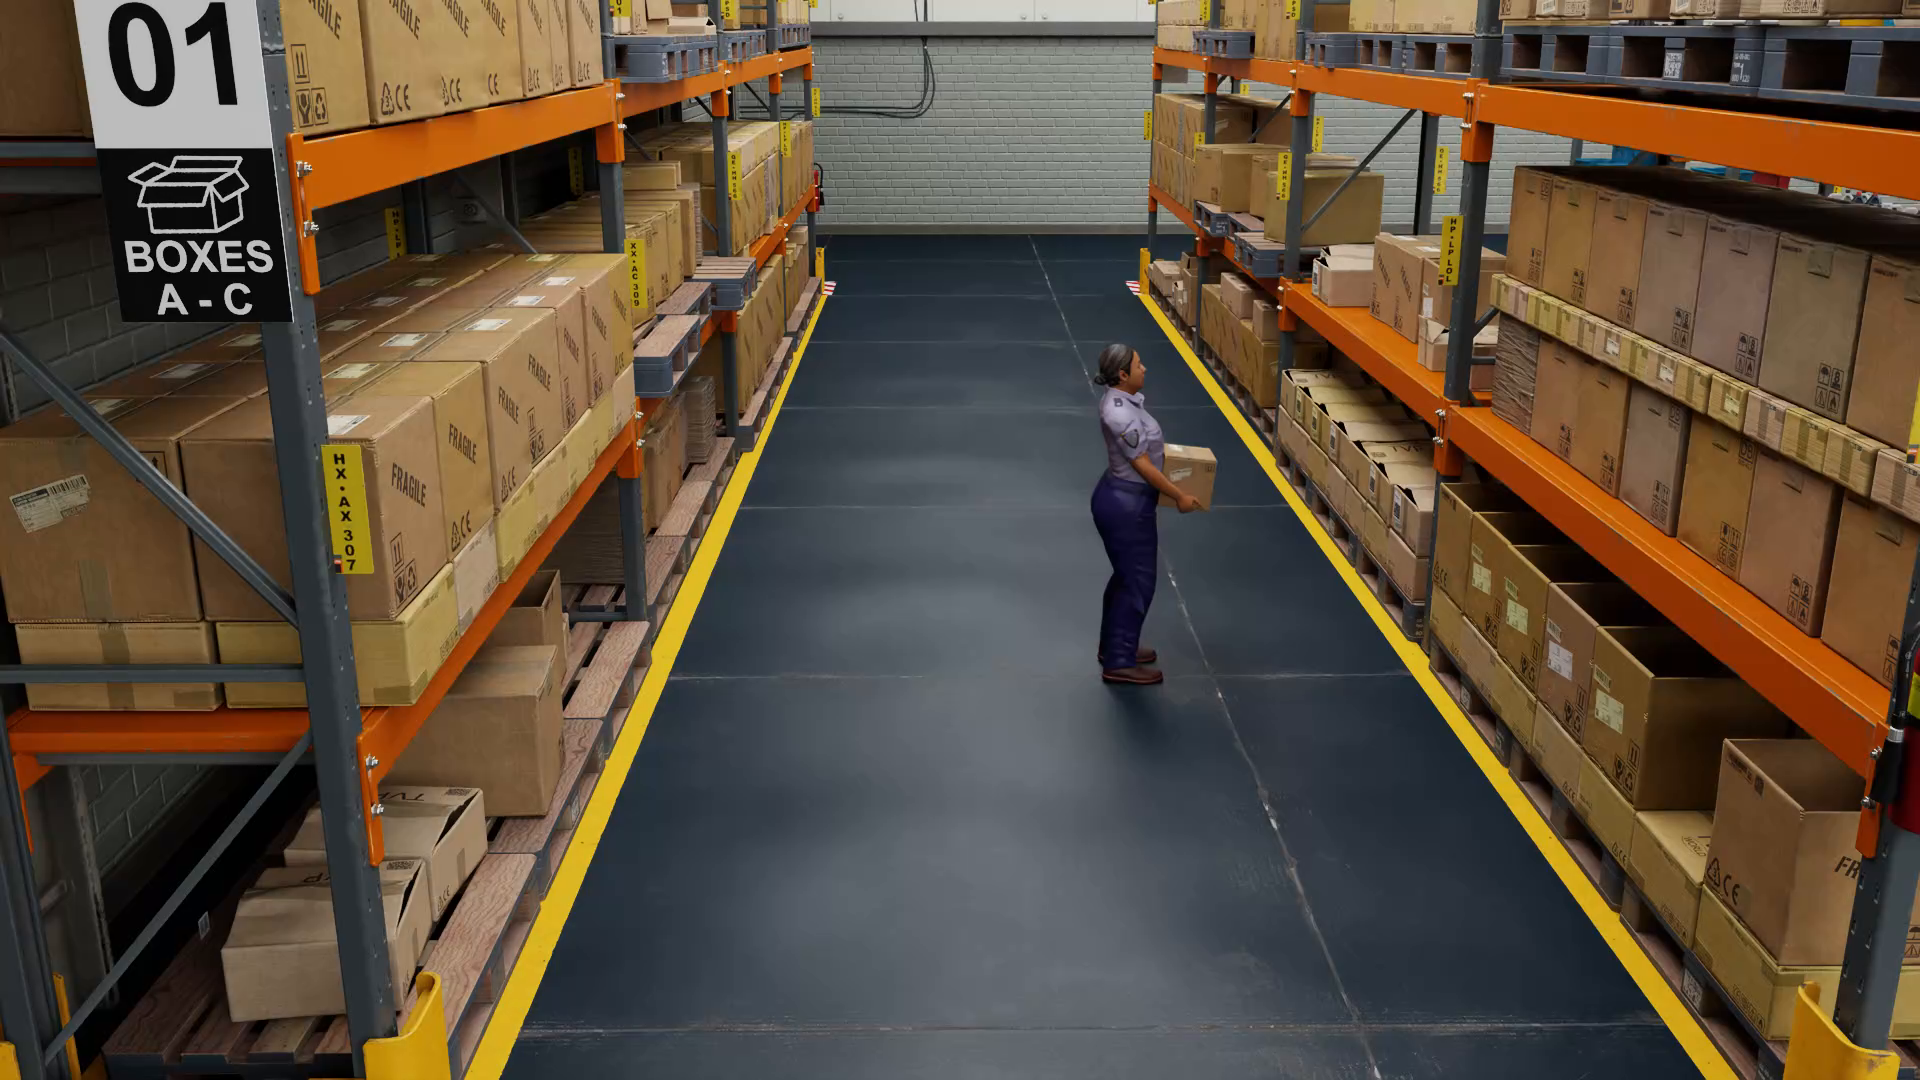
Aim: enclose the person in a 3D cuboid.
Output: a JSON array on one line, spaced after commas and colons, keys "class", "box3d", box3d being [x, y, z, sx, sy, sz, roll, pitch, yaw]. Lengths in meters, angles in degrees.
[{"class": "person", "box3d": [0.890, -0.134, 8.035, 0.518, 1.629, 0.452, 0, 17, 0]}]
